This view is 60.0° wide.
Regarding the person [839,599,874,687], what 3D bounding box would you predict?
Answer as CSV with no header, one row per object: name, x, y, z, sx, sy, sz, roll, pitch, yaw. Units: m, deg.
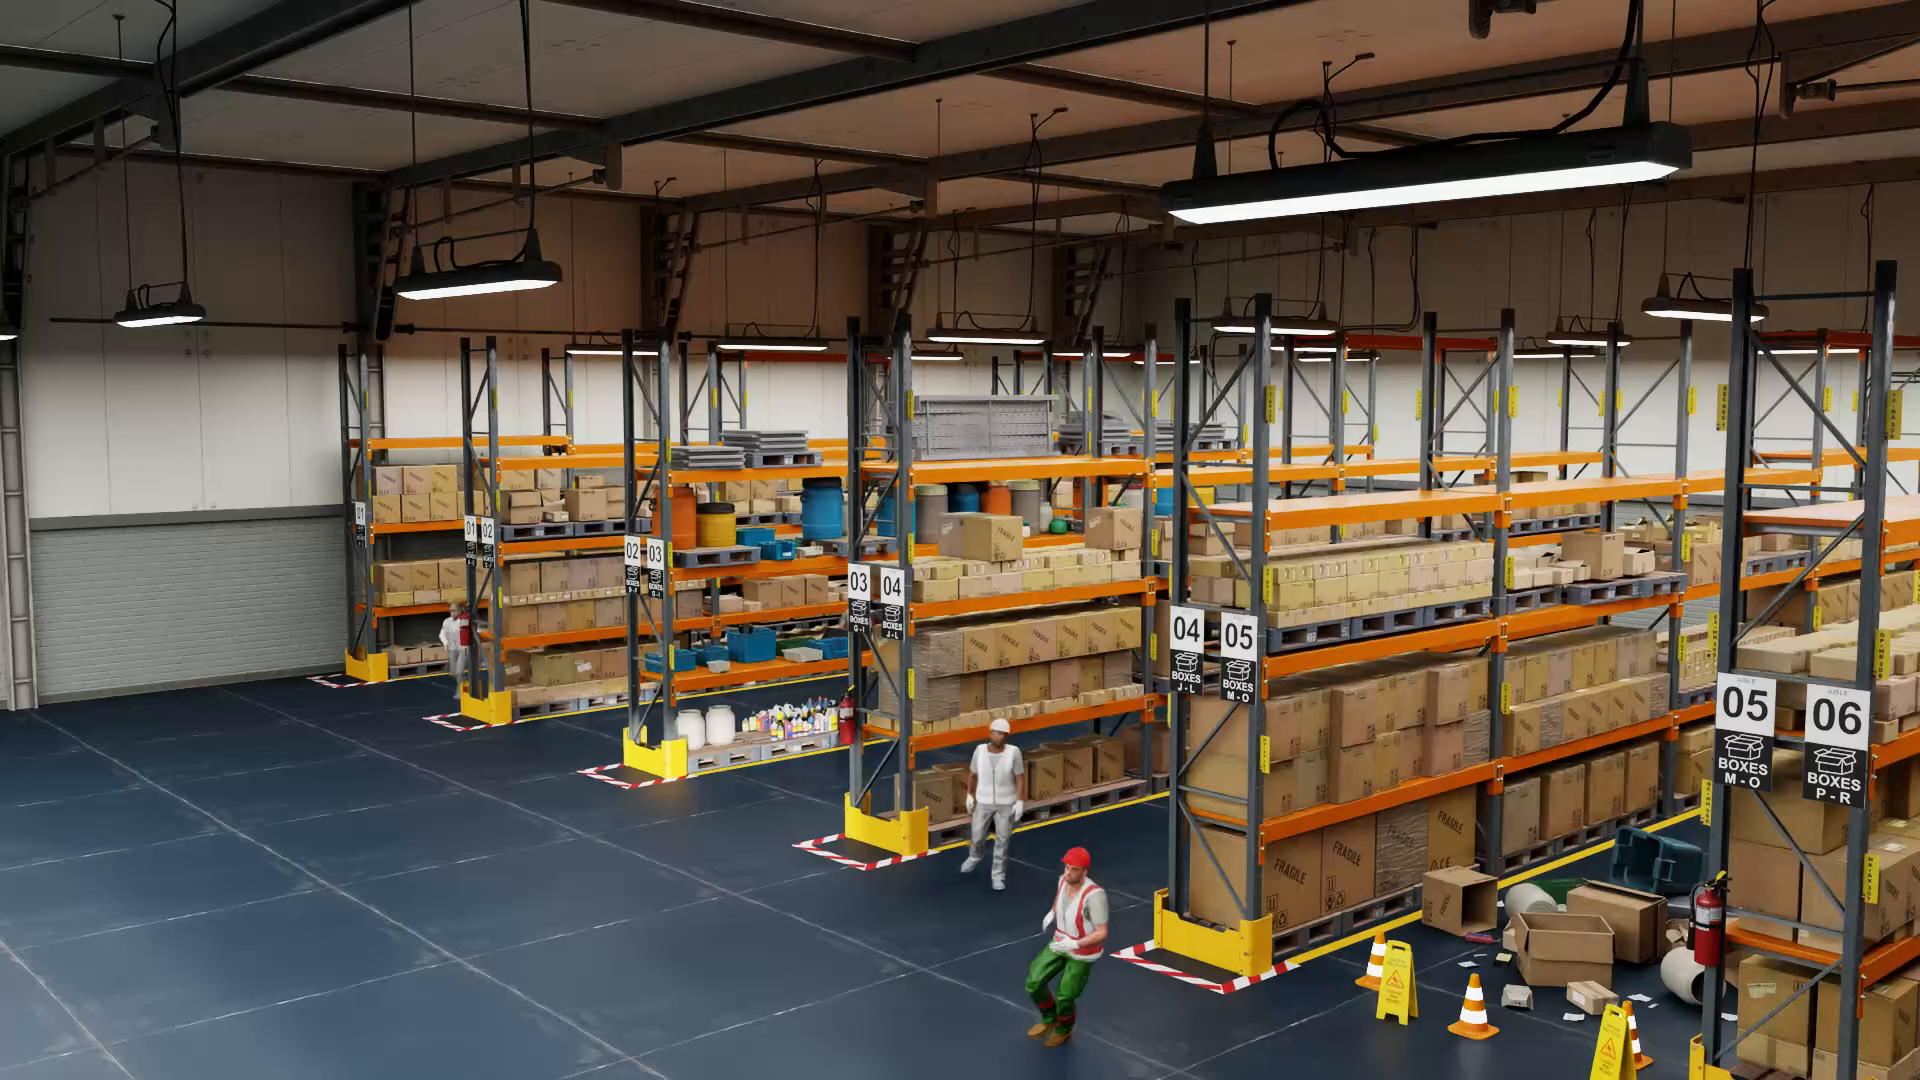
person,-1.732,1.754,28.698,0.702,1.681,0.864,2,6,23

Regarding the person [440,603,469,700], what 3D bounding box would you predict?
person,-8.456,1.846,28.102,0.609,1.643,0.718,1,5,8

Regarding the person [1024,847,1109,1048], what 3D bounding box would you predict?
person,0.816,3.182,12.884,0.845,1.691,0.715,4,6,38

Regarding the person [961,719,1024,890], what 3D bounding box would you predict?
person,0.337,2.723,17.335,0.679,1.774,0.602,0,5,4
